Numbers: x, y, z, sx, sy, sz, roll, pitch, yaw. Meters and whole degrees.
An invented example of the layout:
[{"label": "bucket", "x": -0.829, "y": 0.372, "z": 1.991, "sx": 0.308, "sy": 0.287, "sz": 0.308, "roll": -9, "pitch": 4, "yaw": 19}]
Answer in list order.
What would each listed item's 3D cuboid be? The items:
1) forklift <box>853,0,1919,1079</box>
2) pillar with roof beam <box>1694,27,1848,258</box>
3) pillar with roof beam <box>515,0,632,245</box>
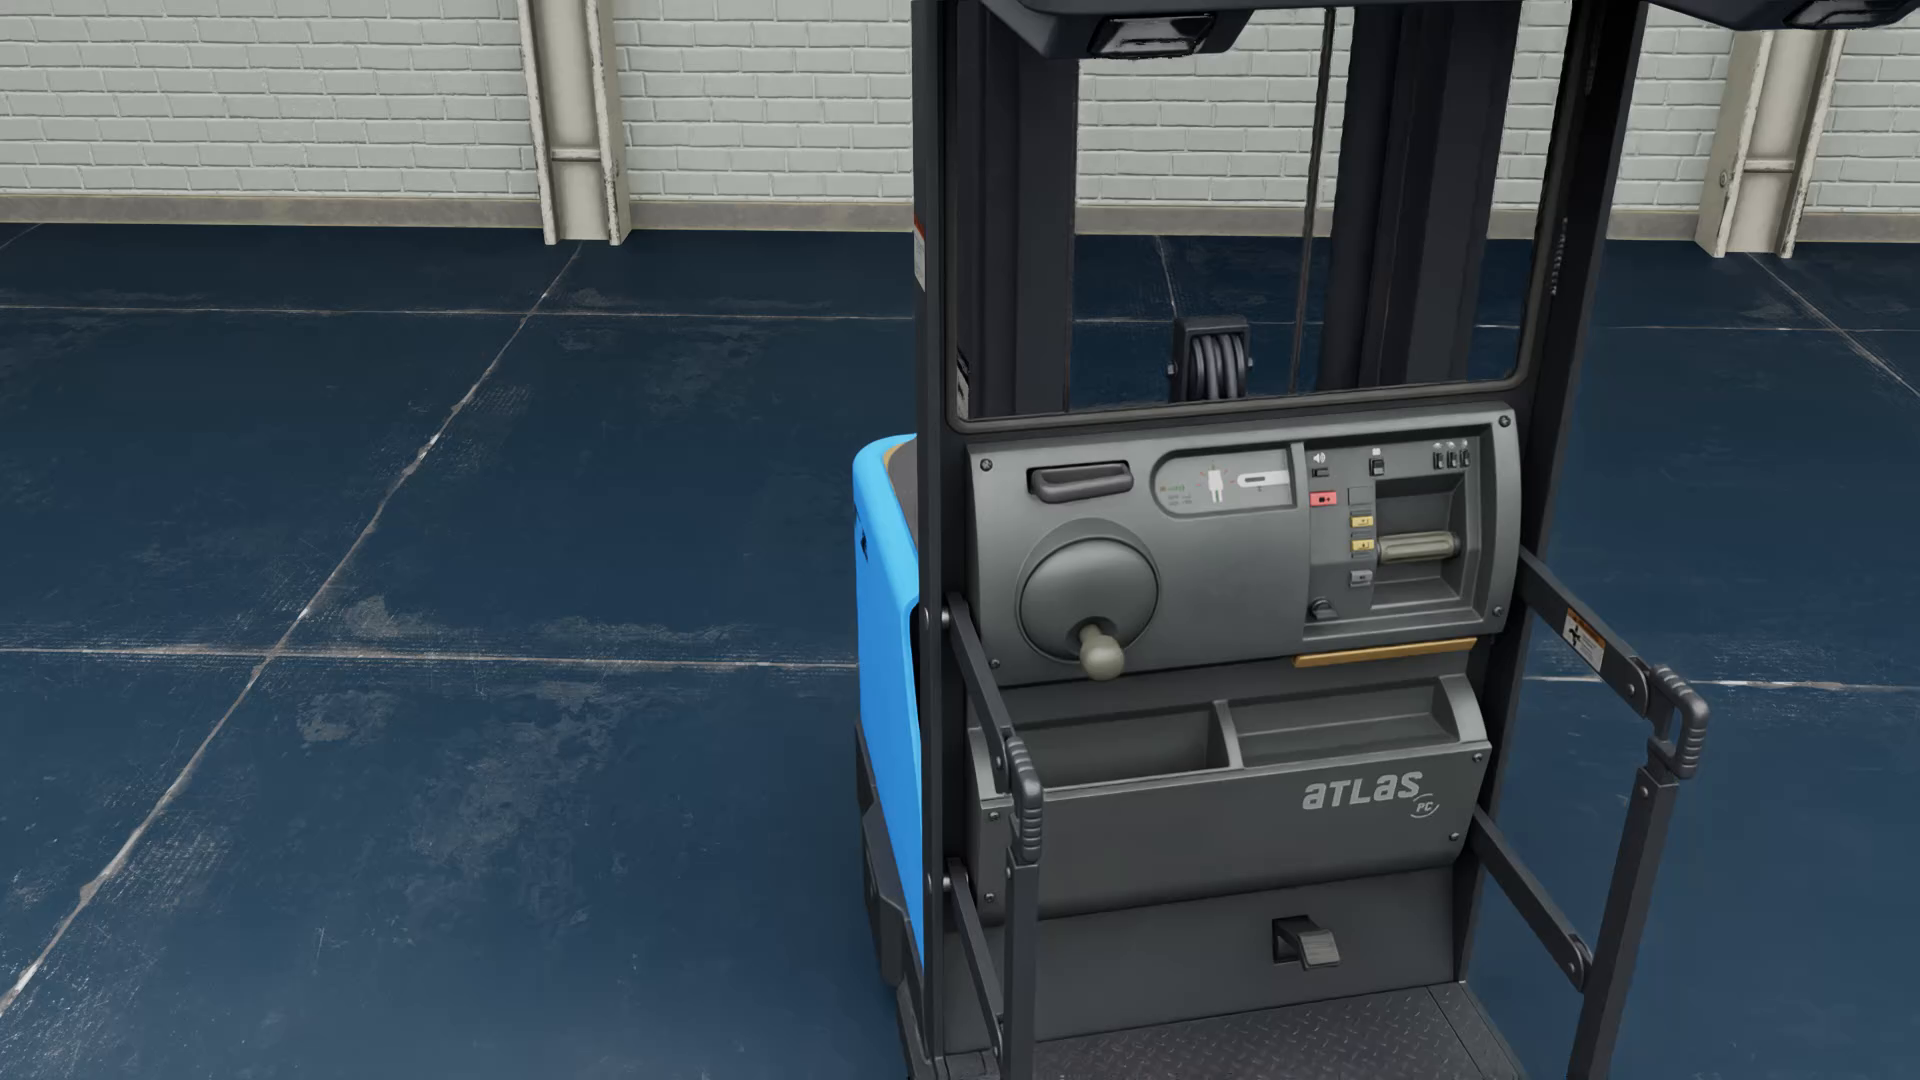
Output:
[{"label": "forklift", "x": 0.521, "y": 0.044, "z": 2.538, "sx": 1.130, "sy": 2.935, "sz": 3.031, "roll": -5, "pitch": 28, "yaw": -10}, {"label": "pillar with roof beam", "x": 3.887, "y": -3.469, "z": 2.687, "sx": 0.400, "sy": 9.000, "sz": 9.100, "roll": 1, "pitch": 28, "yaw": 2}, {"label": "pillar with roof beam", "x": -2.110, "y": -3.569, "z": 2.874, "sx": 0.400, "sy": 9.000, "sz": 9.100, "roll": 1, "pitch": 28, "yaw": 2}]
